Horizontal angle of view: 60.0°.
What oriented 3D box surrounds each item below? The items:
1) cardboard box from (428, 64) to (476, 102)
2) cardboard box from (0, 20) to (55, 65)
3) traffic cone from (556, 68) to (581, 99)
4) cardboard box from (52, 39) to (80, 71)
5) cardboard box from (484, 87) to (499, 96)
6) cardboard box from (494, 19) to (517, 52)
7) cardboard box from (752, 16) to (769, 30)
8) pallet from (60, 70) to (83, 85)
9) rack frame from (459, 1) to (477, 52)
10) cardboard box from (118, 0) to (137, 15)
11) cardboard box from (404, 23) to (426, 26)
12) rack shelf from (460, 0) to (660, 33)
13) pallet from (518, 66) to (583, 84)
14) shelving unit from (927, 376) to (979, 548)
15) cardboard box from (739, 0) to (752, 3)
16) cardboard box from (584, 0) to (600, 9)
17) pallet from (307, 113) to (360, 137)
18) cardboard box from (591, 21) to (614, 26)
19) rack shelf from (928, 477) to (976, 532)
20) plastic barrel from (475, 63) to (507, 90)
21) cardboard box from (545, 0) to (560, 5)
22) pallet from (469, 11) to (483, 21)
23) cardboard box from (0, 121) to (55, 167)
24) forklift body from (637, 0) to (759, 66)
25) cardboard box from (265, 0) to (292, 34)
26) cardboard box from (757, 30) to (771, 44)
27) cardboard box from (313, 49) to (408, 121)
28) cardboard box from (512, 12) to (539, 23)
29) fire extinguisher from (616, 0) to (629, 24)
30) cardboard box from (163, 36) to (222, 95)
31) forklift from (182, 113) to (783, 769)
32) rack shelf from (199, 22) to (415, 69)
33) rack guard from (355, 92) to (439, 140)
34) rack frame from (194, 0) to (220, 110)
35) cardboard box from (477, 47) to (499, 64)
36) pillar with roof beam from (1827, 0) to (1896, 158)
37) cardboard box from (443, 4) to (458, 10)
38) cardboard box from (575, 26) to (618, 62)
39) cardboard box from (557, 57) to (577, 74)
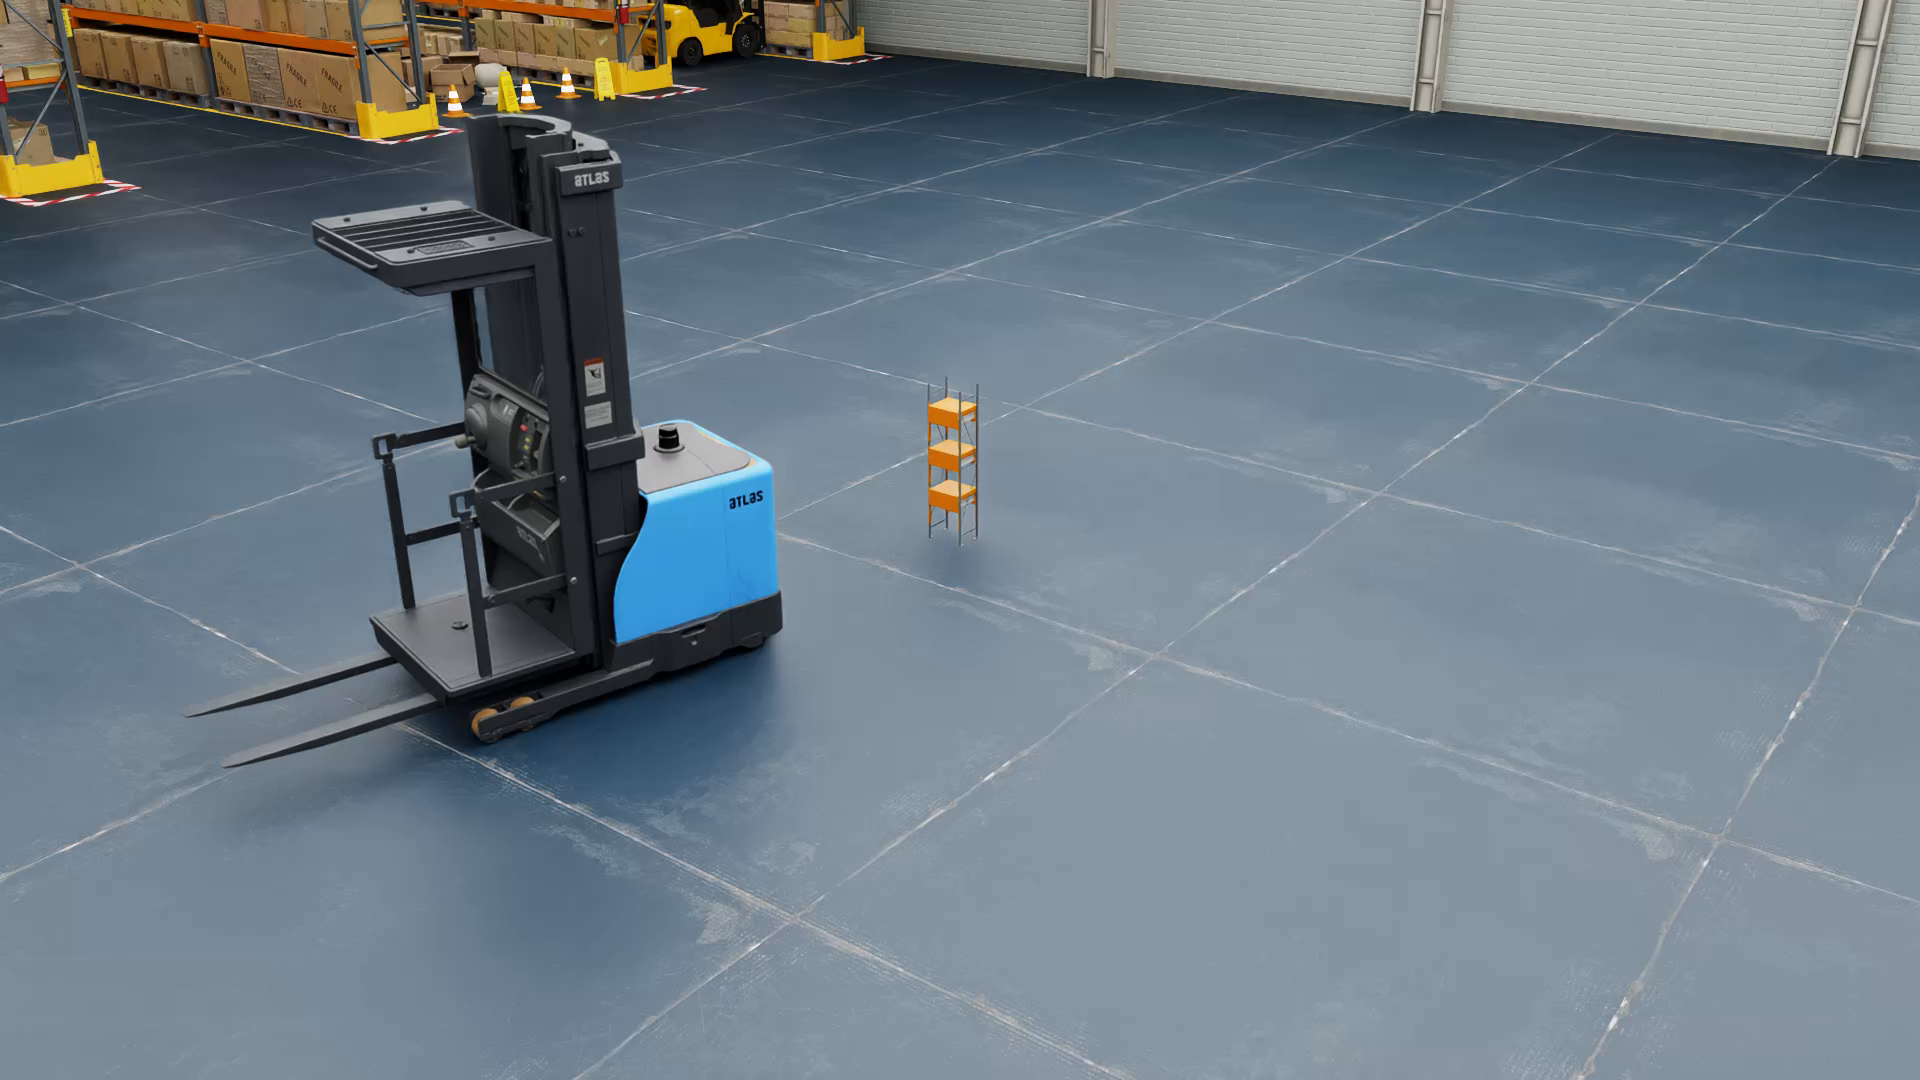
[{"bbox_3d":[-8.205,-7.396,26.911,0.637,0.503,0.797,-1,24,-3],"label":"cardboard box"},{"bbox_3d":[-11.649,-6.056,20.283,0.500,0.500,0.875,17,29,33],"label":"cardboard box"},{"bbox_3d":[-6.399,-7.457,27.100,0.334,0.463,0.336,17,29,33],"label":"traffic cone"},{"bbox_3d":[-15.254,-8.366,28.597,0.500,0.500,0.500,17,29,33],"label":"cardboard box"},{"bbox_3d":[-7.541,-7.290,27.112,0.380,0.149,0.250,-10,26,-21],"label":"cardboard box"},{"bbox_3d":[-7.737,-8.819,29.005,0.500,0.500,0.500,18,30,35],"label":"cardboard box"},{"bbox_3d":[-3.705,-9.955,31.893,0.500,0.250,0.500,16,28,32],"label":"cardboard box"},{"bbox_3d":[-15.195,-8.156,29.000,1.213,0.211,1.003,17,29,33],"label":"pallet"},{"bbox_3d":[-8.482,-9.897,29.493,0.127,3.000,1.000,17,29,33],"label":"rack frame"},{"bbox_3d":[-13.164,-8.728,26.715,0.500,0.500,0.500,16,29,33],"label":"cardboard box"},{"bbox_3d":[-10.642,-9.539,31.417,0.625,0.372,0.950,16,28,32],"label":"cardboard box"},{"bbox_3d":[-6.882,-9.084,28.540,4.000,0.370,1.077,17,29,33],"label":"rack shelf"},{"bbox_3d":[-6.943,-8.175,29.043,1.213,0.211,1.003,17,29,33],"label":"pallet"},{"bbox_3d":[-0.043,-0.493,10.568,0.252,1.050,0.215,17,29,33],"label":"shelving unit"},{"bbox_3d":[-4.086,-10.300,32.056,0.500,0.250,0.500,16,28,32],"label":"cardboard box"},{"bbox_3d":[-5.978,-8.862,27.455,0.250,0.149,0.380,16,29,33],"label":"cardboard box"},{"bbox_3d":[-8.856,-6.201,24.561,1.213,0.211,1.003,17,29,33],"label":"pallet"},{"bbox_3d":[-6.201,-8.622,28.558,0.500,0.500,0.500,16,28,31],"label":"cardboard box"},{"bbox_3d":[-0.043,-0.229,10.684,0.240,0.259,0.215,17,29,33],"label":"rack shelf"},{"bbox_3d":[-7.842,-7.762,27.842,0.512,0.421,0.421,-5,24,-12],"label":"plastic barrel"},{"bbox_3d":[-6.775,-9.123,28.047,0.250,0.149,0.380,16,29,33],"label":"cardboard box"},{"bbox_3d":[-10.256,-11.679,36.995,1.213,0.211,1.003,17,29,33],"label":"pallet"},{"bbox_3d":[-11.715,-4.937,20.815,0.500,0.500,0.500,-20,31,-38],"label":"cardboard box"},{"bbox_3d":[-4.919,-10.014,30.810,1.214,2.155,2.313,17,29,33],"label":"forklift body"},{"bbox_3d":[-9.768,-7.869,24.703,0.500,0.550,0.875,17,29,33],"label":"cardboard box"},{"bbox_3d":[-3.660,-9.725,31.992,0.500,0.250,0.500,17,29,34],"label":"cardboard box"},{"bbox_3d":[-8.752,-6.671,24.285,0.875,0.875,0.875,17,29,34],"label":"cardboard box"},{"bbox_3d":[-7.478,-9.004,28.620,0.250,0.149,0.380,19,30,36],"label":"cardboard box"},{"bbox_3d":[-5.466,-8.718,26.913,0.183,0.674,0.296,17,29,33],"label":"fire extinguisher"},{"bbox_3d":[-11.921,-7.560,26.456,0.750,0.750,1.050,17,29,33],"label":"cardboard box"},{"bbox_3d":[-2.474,-0.557,8.379,3.031,2.935,1.130,-18,29,-35],"label":"forklift"},{"bbox_3d":[-9.770,-7.463,24.860,4.000,0.370,1.077,17,29,33],"label":"rack shelf"},{"bbox_3d":[-8.150,-6.159,24.108,0.348,0.500,1.175,17,29,33],"label":"rack guard"},{"bbox_3d":[-11.370,-8.276,25.813,0.127,3.000,1.000,17,29,33],"label":"rack frame"},{"bbox_3d":[-8.172,-8.601,29.441,0.500,0.250,0.500,15,28,31],"label":"cardboard box"},{"bbox_3d":[9.497,-7.995,17.735,0.400,9.000,9.100,17,29,33],"label":"pillar with roof beam"},{"bbox_3d":[-11.226,-12.167,37.224,0.500,0.500,0.500,16,29,33],"label":"cardboard box"},{"bbox_3d":[-6.079,-8.317,27.865,0.500,0.500,0.500,17,29,34],"label":"cardboard box"},{"bbox_3d":[-6.499,-8.100,28.304,0.500,0.250,0.500,17,29,33],"label":"cardboard box"}]
